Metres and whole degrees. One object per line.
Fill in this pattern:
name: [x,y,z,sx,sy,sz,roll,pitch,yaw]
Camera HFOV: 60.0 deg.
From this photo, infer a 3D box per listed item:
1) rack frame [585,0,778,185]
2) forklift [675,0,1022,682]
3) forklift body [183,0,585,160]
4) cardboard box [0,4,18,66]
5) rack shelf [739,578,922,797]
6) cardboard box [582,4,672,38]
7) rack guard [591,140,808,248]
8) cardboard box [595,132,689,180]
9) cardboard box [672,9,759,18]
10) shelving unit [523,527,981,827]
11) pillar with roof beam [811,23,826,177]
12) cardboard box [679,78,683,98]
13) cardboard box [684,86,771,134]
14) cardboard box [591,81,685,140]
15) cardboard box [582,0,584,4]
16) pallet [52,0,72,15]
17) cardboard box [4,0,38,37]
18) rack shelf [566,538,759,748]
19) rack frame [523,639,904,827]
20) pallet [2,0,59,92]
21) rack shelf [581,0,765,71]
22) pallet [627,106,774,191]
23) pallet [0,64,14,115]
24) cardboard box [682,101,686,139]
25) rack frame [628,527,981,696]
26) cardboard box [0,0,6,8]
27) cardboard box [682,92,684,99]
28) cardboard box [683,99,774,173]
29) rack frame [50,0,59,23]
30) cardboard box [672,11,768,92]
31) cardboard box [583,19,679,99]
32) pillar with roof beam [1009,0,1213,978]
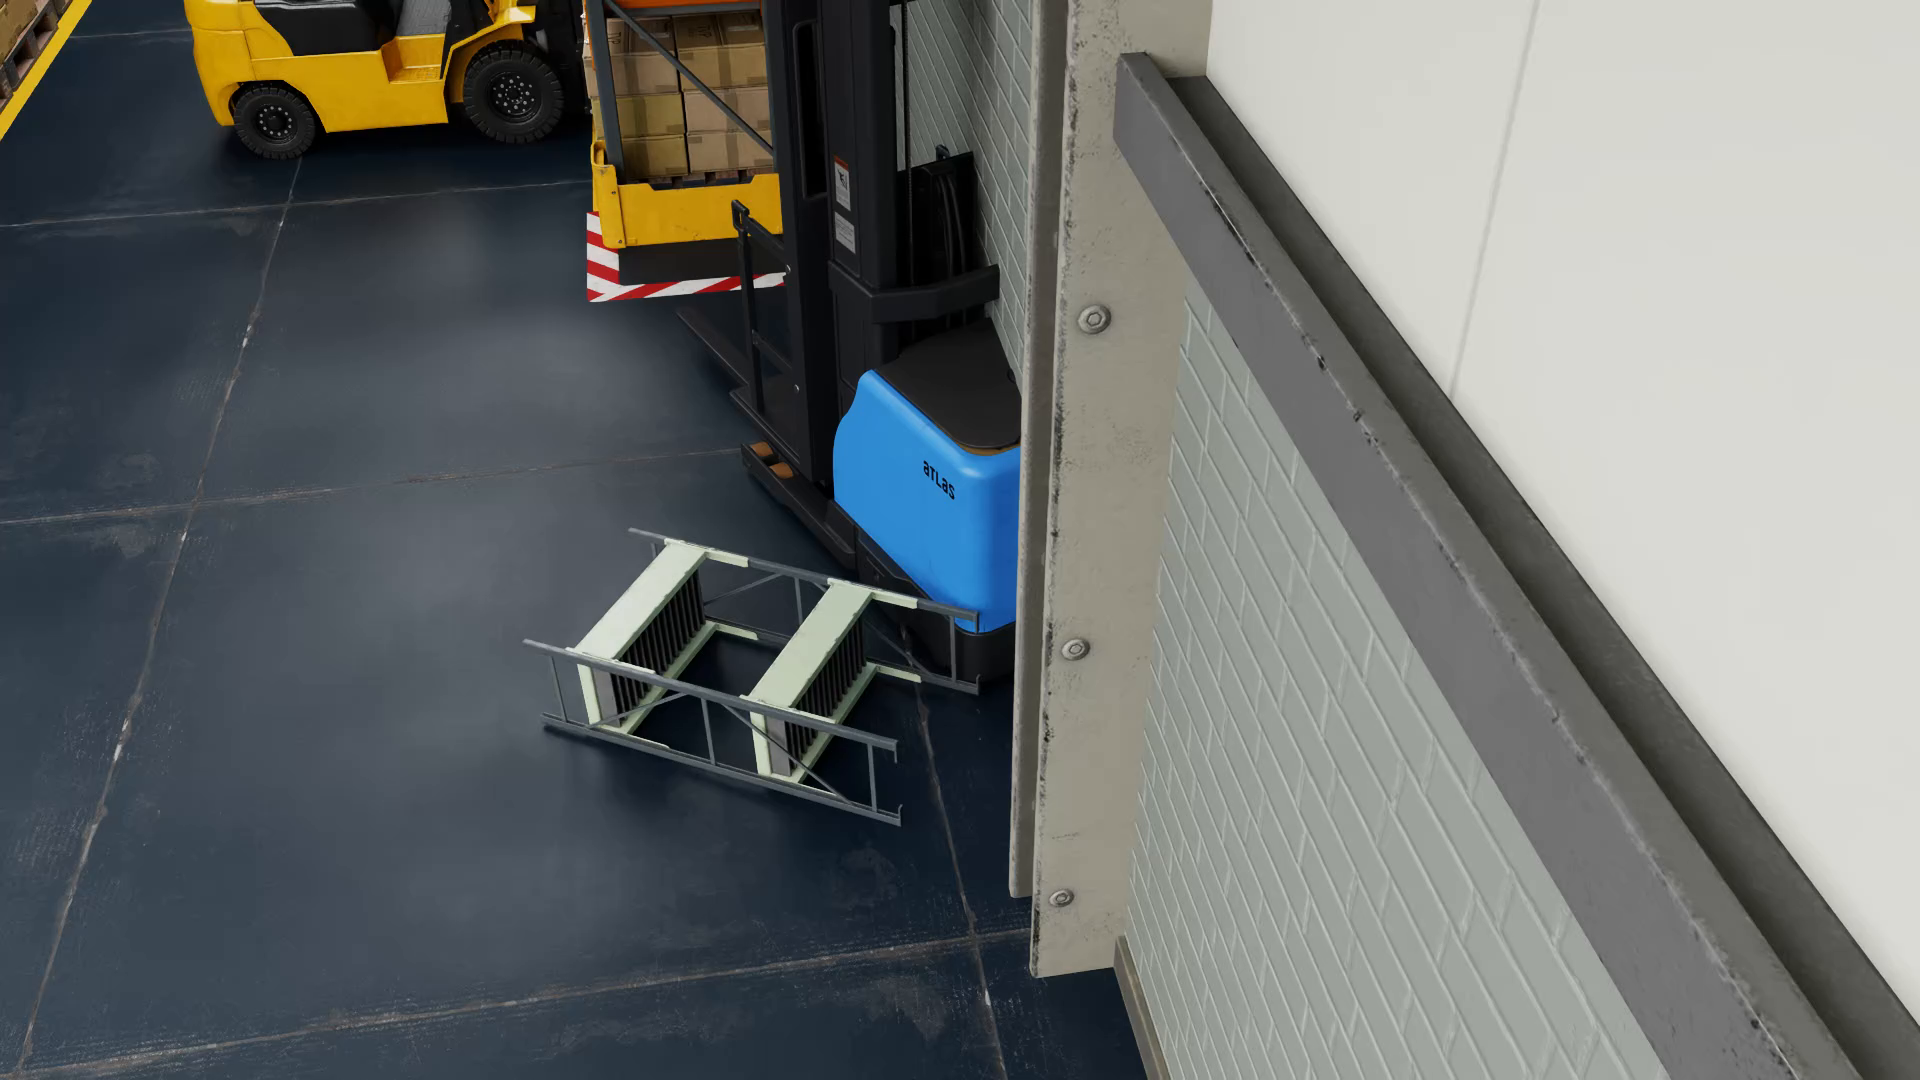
rack frame: [-1.464,-3.001,8.667,1.000,3.000,0.127,-6,38,-8]
forklift: [-0.339,-1.481,6.768,1.130,2.935,3.031,-22,43,-25]
forklift body: [-3.593,-3.615,10.150,2.313,2.155,1.214,-6,38,-8]
cardboard box: [-6.580,-3.312,10.967,0.500,0.250,0.500,-7,38,-9]
rack shelf: [-0.460,0.549,6.148,0.370,0.431,0.720,13,39,18]
cardboard box: [-1.947,-3.028,9.786,0.500,0.250,0.500,-6,38,-7]
rack guard: [-1.460,-1.999,9.416,1.175,0.500,0.348,-6,38,-8]
cardboard box: [-1.857,-2.330,9.704,0.500,0.250,0.500,-6,38,-8]
cardboard box: [-1.453,-3.088,9.863,0.500,0.250,0.500,-6,38,-8]
shelving unit: [-0.762,0.480,6.251,1.500,0.431,0.755,13,39,18]
pillar with roof beam: [-4.937,-5.424,6.897,9.100,9.000,0.400,-6,38,-8]
cardboard box: [-1.934,-2.843,9.955,0.500,0.250,0.500,-7,38,-8]
cardboard box: [-1.342,-2.584,9.623,0.500,0.250,0.500,-6,38,-7]
cardboard box: [-1.857,-2.538,9.564,0.500,0.250,0.500,-7,38,-9]
cardboard box: [-2.045,-3.332,10.177,0.500,0.250,0.500,-6,38,-7]
pallet: [-7.189,-4.249,12.548,1.003,0.211,1.213,-6,38,-8]
cardboard box: [-6.683,-3.632,11.379,0.500,0.250,0.500,-5,38,-6]
rack shelf: [-1.123,0.397,6.374,0.370,0.431,0.720,13,39,18]
rack frame: [-0.901,0.686,5.982,1.500,0.400,0.023,13,39,18]
pallet: [-6.899,-3.377,11.425,1.003,0.211,1.213,-6,38,-8]
rack shelf: [-1.815,-3.925,10.443,1.077,0.370,4.000,-6,38,-8]
pallet: [-1.639,-2.357,10.112,1.003,0.211,1.213,-6,38,-8]
pallet: [-6.682,-2.639,10.475,1.003,0.211,1.213,-6,38,-8]
cardboard box: [-1.935,-2.632,10.092,0.500,0.250,0.500,-6,38,-8]
rack frame: [-0.623,0.274,6.519,1.500,0.400,0.023,13,39,18]
cardboard box: [-6.593,-3.621,10.754,0.500,0.500,0.500,-6,38,-7]
cardboard box: [-1.441,-2.886,10.012,0.500,0.250,0.500,-7,38,-8]
cardboard box: [-1.358,-2.398,9.791,0.500,0.250,0.500,-6,38,-8]
rack frame: [-7.051,-4.881,11.087,1.000,3.000,0.127,-6,38,-8]
cardboard box: [-1.362,-2.786,9.475,0.500,0.250,0.500,-7,38,-9]
cardboard box: [-1.852,-2.720,9.390,0.500,0.250,0.500,-5,38,-6]
pillar with roof beam: [-3.885,-1.800,2.232,9.100,9.000,0.400,-6,38,-8]
